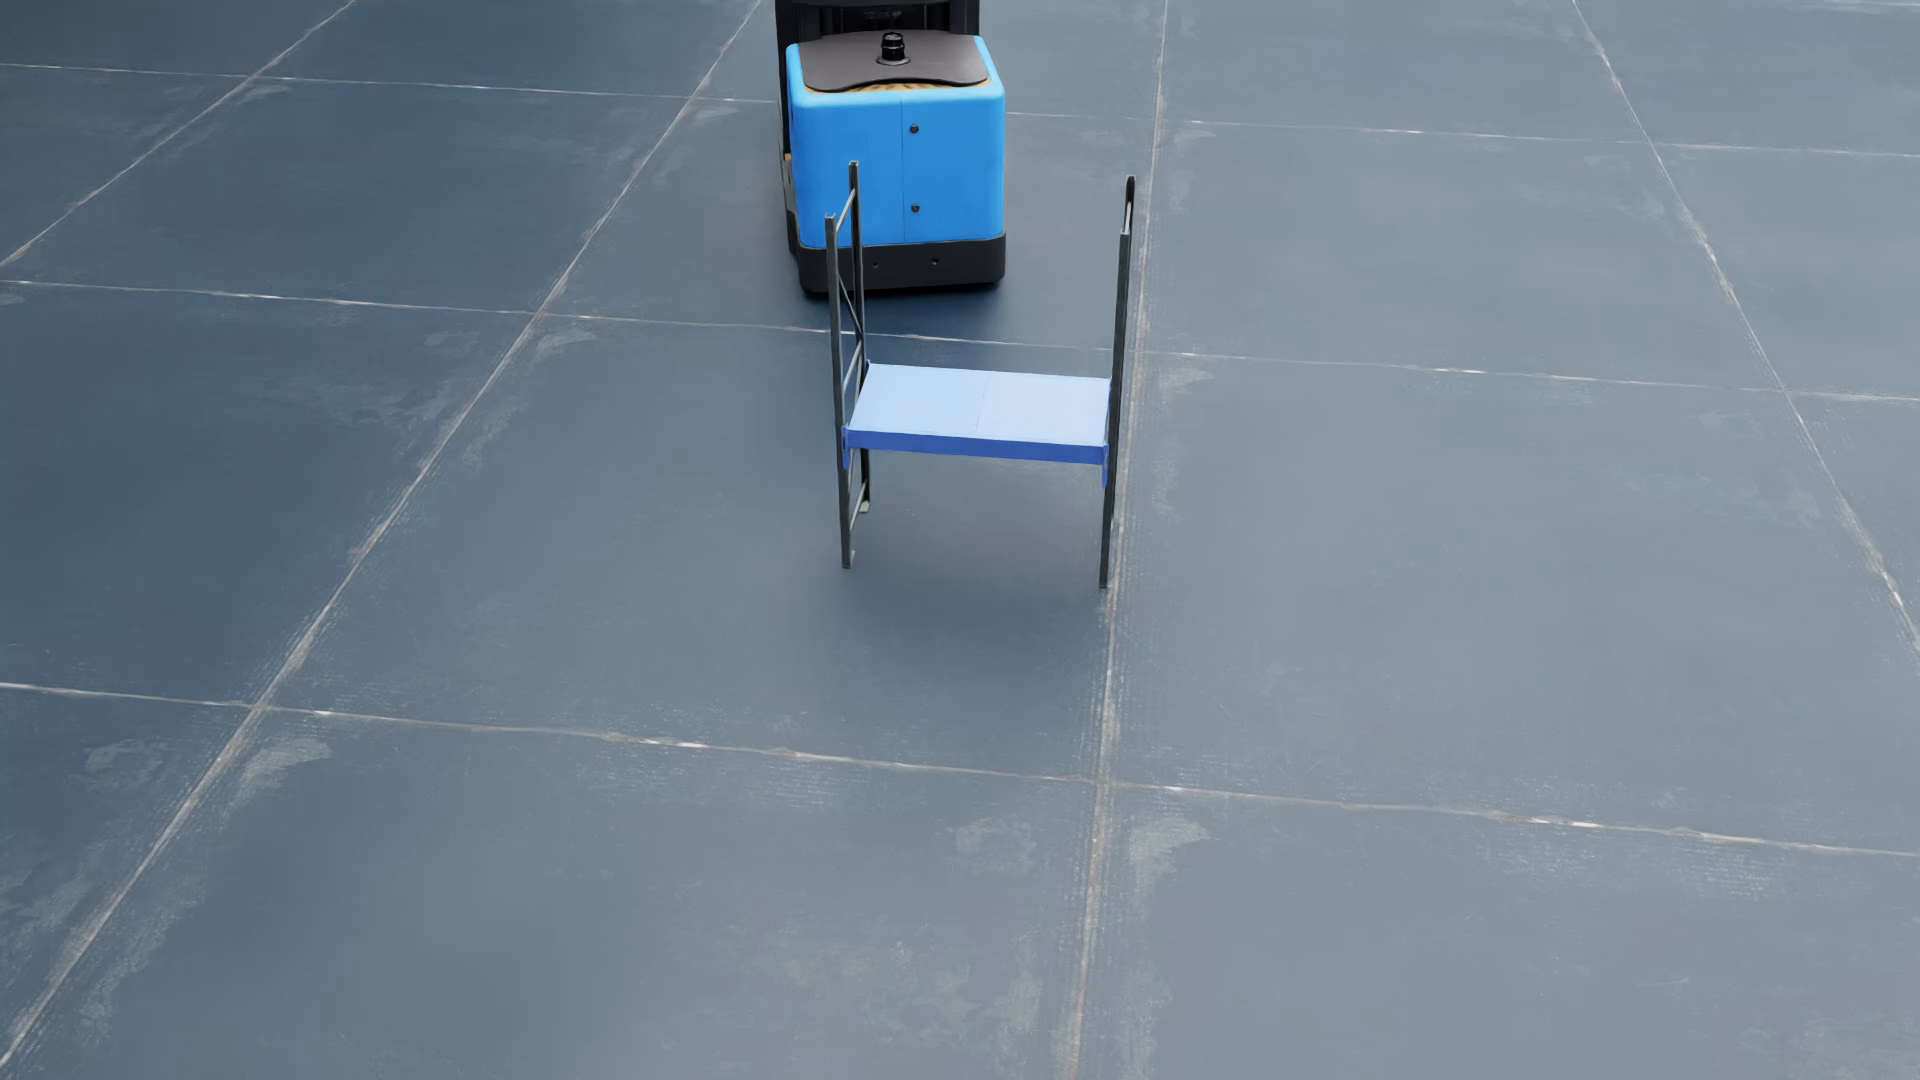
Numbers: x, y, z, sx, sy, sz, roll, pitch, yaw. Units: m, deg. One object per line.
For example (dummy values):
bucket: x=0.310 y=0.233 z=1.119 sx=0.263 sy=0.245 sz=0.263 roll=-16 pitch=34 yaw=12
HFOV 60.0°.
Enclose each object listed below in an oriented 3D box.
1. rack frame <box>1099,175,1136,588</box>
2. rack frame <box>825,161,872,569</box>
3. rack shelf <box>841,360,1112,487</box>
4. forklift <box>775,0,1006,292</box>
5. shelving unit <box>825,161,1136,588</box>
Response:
rack frame: x=0.589 y=-0.567 z=6.253 sx=0.032 sy=1.500 sz=0.500 roll=4 pitch=36 yaw=6
rack frame: x=-0.420 y=-0.642 z=6.358 sx=0.032 sy=1.500 sz=0.500 roll=4 pitch=36 yaw=6
rack shelf: x=0.085 y=-0.458 z=6.410 sx=1.000 sy=0.185 sz=0.538 roll=4 pitch=36 yaw=6
forklift: x=-0.472 y=-3.284 z=8.829 sx=1.130 sy=2.935 sz=3.031 roll=-4 pitch=36 yaw=-6
shelving unit: x=0.085 y=-0.604 z=6.305 sx=1.048 sy=1.500 sz=0.538 roll=4 pitch=36 yaw=6
